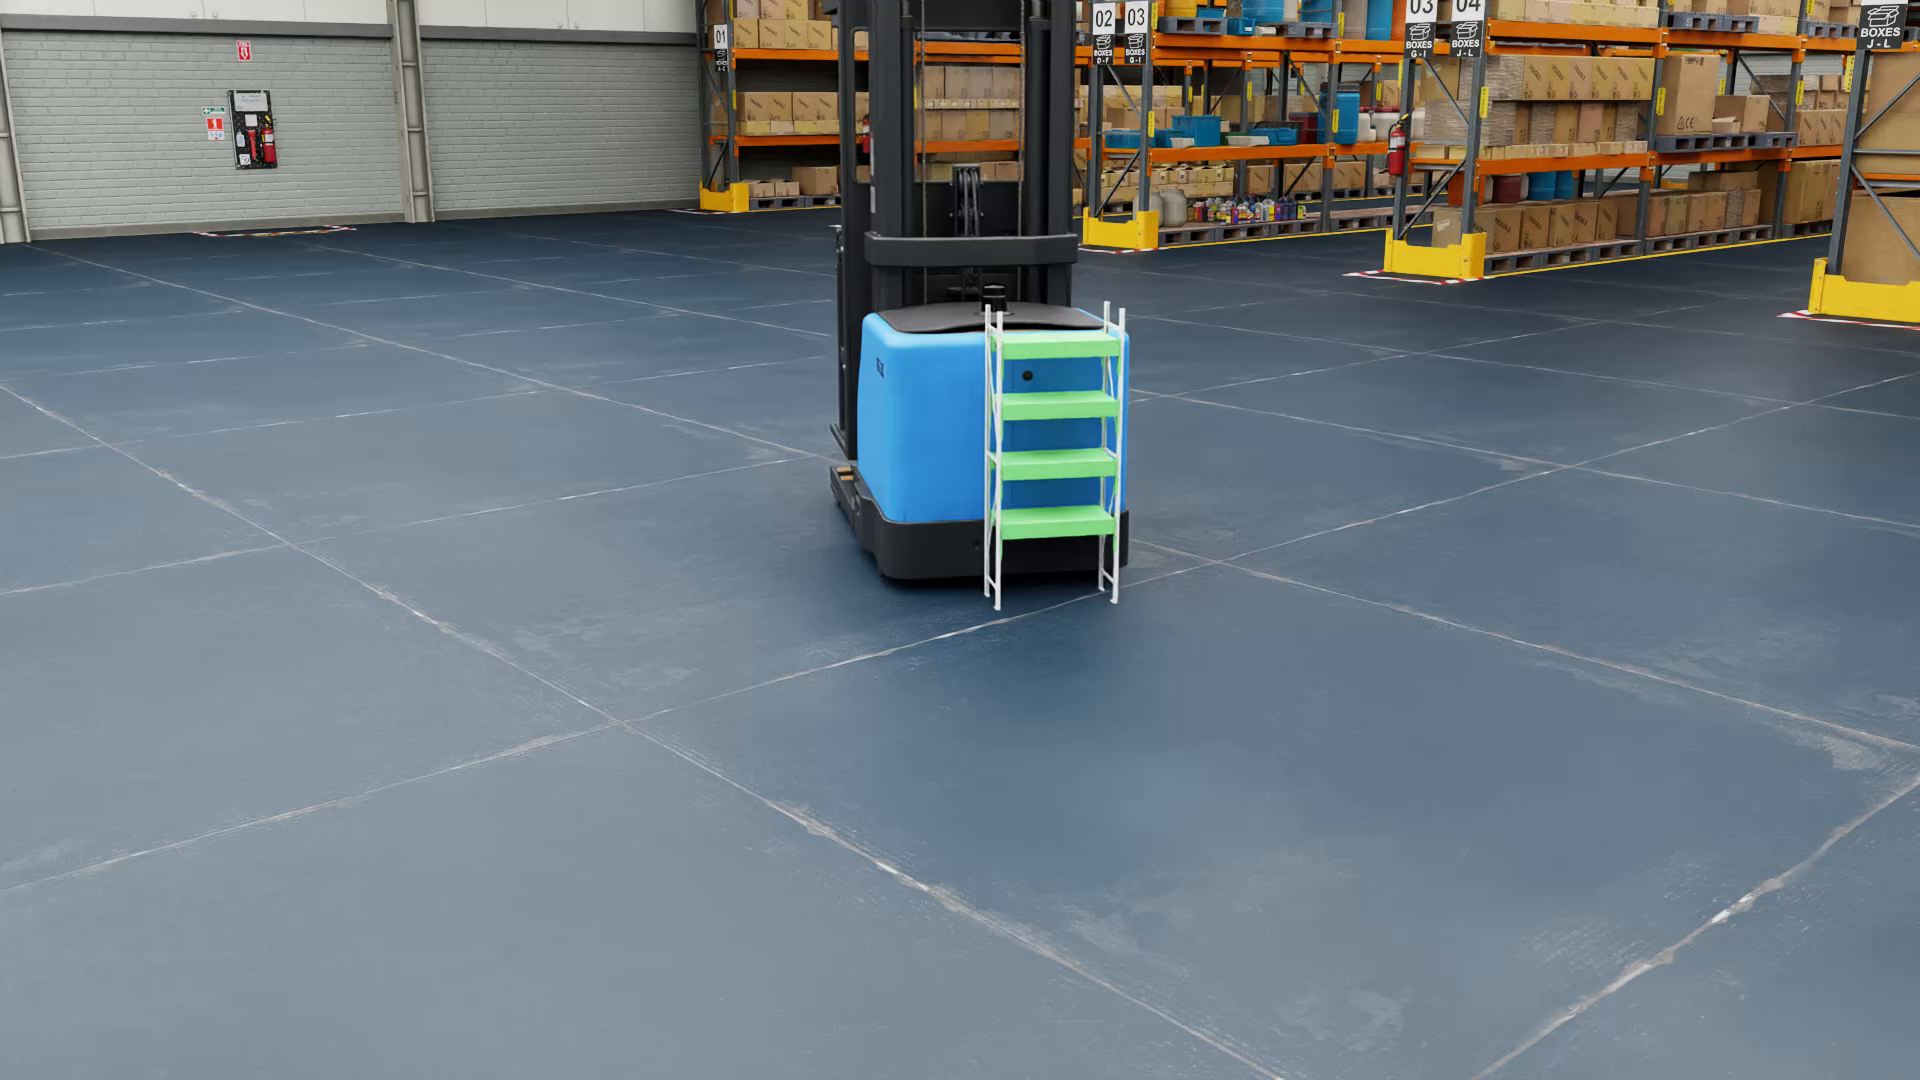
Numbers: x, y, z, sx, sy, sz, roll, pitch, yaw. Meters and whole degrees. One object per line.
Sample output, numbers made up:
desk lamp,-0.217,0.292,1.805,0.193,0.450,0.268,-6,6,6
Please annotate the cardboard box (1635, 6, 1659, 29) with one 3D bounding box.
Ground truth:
cardboard box,8.275,-6.451,20.568,0.500,0.250,0.500,-12,19,-37

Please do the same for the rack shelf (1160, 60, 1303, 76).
rack shelf,6.237,-10.891,38.293,4.000,0.370,1.077,-13,19,-39

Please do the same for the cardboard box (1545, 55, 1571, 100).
cardboard box,6.782,-5.408,19.478,0.500,0.500,0.500,-13,19,-39

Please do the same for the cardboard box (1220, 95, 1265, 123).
cardboard box,5.366,-8.189,31.588,0.700,0.500,0.500,8,17,28

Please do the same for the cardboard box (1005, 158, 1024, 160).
cardboard box,1.020,-6.265,28.452,0.500,0.500,0.500,-13,19,-39

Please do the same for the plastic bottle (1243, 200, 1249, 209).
plastic bottle,4.285,-4.957,24.930,0.097,0.271,0.097,0,15,0

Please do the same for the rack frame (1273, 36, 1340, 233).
rack frame,5.196,-6.167,25.025,0.127,3.000,1.000,-13,19,-39

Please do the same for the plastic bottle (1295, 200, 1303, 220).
plastic bottle,5.050,-4.921,24.773,0.133,0.283,0.061,-11,19,-37

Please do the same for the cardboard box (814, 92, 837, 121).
cardboard box,-2.612,-7.998,30.677,0.500,0.500,0.500,-12,19,-38

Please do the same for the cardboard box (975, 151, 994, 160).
cardboard box,0.345,-7.836,33.811,0.500,0.250,0.500,-13,20,-40

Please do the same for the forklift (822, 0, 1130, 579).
forklift,-0.058,-1.587,8.013,1.130,2.935,3.031,-3,15,-10

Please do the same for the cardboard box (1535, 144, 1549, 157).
cardboard box,6.740,-4.619,19.715,0.250,0.149,0.380,-13,19,-39

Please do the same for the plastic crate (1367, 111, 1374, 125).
plastic crate,6.794,-6.661,26.751,0.583,0.464,0.402,-13,19,-39

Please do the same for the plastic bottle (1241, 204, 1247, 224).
plastic bottle,4.085,-4.705,23.987,0.097,0.271,0.097,0,15,0

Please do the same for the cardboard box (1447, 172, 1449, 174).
cardboard box,10.751,-8.029,35.989,0.500,0.500,0.500,-13,19,-39

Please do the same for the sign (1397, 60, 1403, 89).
sign,5.081,-5.349,19.105,0.005,0.325,0.100,-13,19,-39

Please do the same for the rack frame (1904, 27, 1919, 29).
rack frame,14.482,-9.456,25.714,0.127,3.000,1.000,-13,19,-39

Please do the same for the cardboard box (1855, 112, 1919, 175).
cardboard box,8.860,-3.686,15.448,0.550,0.550,0.875,-13,19,-39

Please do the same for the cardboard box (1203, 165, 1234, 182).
cardboard box,4.731,-6.818,30.890,0.500,0.311,0.500,-12,19,-38

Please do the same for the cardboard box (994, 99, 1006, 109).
cardboard box,0.527,-7.101,27.070,0.250,0.149,0.380,-12,19,-39

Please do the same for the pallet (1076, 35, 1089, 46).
pallet,2.604,-8.641,28.843,1.217,0.209,0.805,-14,20,-42

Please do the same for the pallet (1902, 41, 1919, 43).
pallet,16.026,-8.306,27.394,1.213,0.211,1.003,-13,19,-39

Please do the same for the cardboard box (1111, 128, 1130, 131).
cardboard box,2.750,-7.121,29.082,0.250,0.149,0.380,-13,19,-39

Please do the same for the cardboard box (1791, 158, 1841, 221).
cardboard box,12.677,-5.319,25.154,0.875,0.875,1.225,-13,19,-39

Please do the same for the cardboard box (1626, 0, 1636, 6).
cardboard box,7.998,-6.574,20.254,0.250,0.149,0.380,-14,20,-42

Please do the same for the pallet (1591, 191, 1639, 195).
pallet,12.681,-6.515,31.730,1.213,0.211,1.003,-13,19,-39

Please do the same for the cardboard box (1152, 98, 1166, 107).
cardboard box,4.167,-9.437,36.458,0.500,0.500,0.500,-12,19,-39

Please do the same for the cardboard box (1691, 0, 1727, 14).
cardboard box,9.577,-7.125,21.784,0.637,0.503,0.797,-12,19,-37

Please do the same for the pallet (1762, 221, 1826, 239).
pallet,12.109,-4.652,24.756,1.213,0.211,1.003,-13,19,-39

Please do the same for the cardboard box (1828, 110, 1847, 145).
cardboard box,12.782,-6.133,24.705,0.500,0.500,0.500,-13,20,-40

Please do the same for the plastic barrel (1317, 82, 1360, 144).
plastic barrel,5.686,-6.415,24.984,0.708,0.901,0.600,-13,19,-39

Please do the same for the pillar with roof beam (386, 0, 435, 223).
pillar with roof beam,-6.065,-8.749,23.066,0.400,9.000,9.100,-13,19,-39

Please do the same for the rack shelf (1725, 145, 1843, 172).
rack shelf,12.974,-5.871,25.313,4.000,0.370,1.077,-13,19,-39

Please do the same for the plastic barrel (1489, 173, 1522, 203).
plastic barrel,9.423,-6.160,28.857,0.708,0.588,0.600,-13,19,-39

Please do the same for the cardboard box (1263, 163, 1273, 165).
cardboard box,5.907,-7.106,32.532,0.500,0.500,0.500,-14,20,-41

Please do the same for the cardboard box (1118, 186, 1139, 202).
cardboard box,2.801,-6.113,29.336,0.500,0.250,0.500,-12,19,-38

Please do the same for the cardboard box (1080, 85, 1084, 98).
cardboard box,2.244,-9.369,34.750,0.500,0.250,0.500,-12,19,-38

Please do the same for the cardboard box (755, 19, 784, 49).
cardboard box,-3.480,-9.017,29.650,0.500,0.500,0.500,-11,19,-36

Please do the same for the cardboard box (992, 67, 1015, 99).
cardboard box,0.481,-7.475,27.216,0.500,0.500,0.700,-13,19,-39

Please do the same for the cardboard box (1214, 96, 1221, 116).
cardboard box,5.702,-9.807,38.071,0.700,0.700,0.980,-13,20,-41

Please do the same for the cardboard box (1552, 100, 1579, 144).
cardboard box,6.952,-5.072,20.154,0.500,0.500,0.875,-13,19,-39

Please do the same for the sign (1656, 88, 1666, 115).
sign,8.809,-5.517,20.912,0.005,0.325,0.100,-13,19,-39

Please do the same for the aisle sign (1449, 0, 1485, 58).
aisle sign,5.580,-5.712,18.284,0.004,0.787,0.394,-13,19,-39

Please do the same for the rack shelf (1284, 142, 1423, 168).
rack shelf,6.705,-6.158,26.386,4.000,0.370,1.077,-13,19,-39

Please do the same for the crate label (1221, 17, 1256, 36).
crate label,3.807,-7.119,23.066,0.408,0.251,0.502,-13,19,-39

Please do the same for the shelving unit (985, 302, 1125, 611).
shelving unit,0.372,-0.336,6.683,0.503,1.200,0.258,-3,15,-11

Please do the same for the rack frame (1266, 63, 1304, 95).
rack frame,7.745,-10.128,39.855,0.127,3.000,1.000,-13,19,-39

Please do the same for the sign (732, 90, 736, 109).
sign,-3.968,-7.731,29.201,0.005,0.325,0.100,-13,19,-39

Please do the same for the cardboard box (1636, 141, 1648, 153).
cardboard box,8.478,-4.988,21.096,0.250,0.149,0.380,-13,19,-39

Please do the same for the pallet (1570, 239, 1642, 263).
pallet,7.964,-3.735,21.323,1.213,0.211,1.003,-13,19,-39

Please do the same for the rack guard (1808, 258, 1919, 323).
rack guard,8.591,-2.331,15.506,0.348,0.500,1.175,-13,19,-39

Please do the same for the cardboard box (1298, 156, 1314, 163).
cardboard box,6.703,-7.650,33.116,0.500,0.250,0.500,-13,19,-39

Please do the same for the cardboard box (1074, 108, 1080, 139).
cardboard box,1.617,-7.104,28.338,0.500,0.500,0.700,-13,20,-41

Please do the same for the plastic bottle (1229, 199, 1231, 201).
plastic bottle,4.020,-4.959,24.915,0.133,0.283,0.061,-12,19,-37

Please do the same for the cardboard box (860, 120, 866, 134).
cardboard box,-1.847,-7.811,31.431,0.500,0.250,0.500,-13,19,-39

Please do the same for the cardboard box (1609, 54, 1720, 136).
cardboard box,9.139,-5.803,21.685,1.000,1.000,1.000,-12,19,-39

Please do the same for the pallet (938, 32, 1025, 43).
pallet,0.401,-8.183,26.932,1.213,0.211,1.003,-13,19,-39

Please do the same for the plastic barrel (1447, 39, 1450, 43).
plastic barrel,8.061,-8.167,27.000,0.294,0.245,0.294,0,15,0
